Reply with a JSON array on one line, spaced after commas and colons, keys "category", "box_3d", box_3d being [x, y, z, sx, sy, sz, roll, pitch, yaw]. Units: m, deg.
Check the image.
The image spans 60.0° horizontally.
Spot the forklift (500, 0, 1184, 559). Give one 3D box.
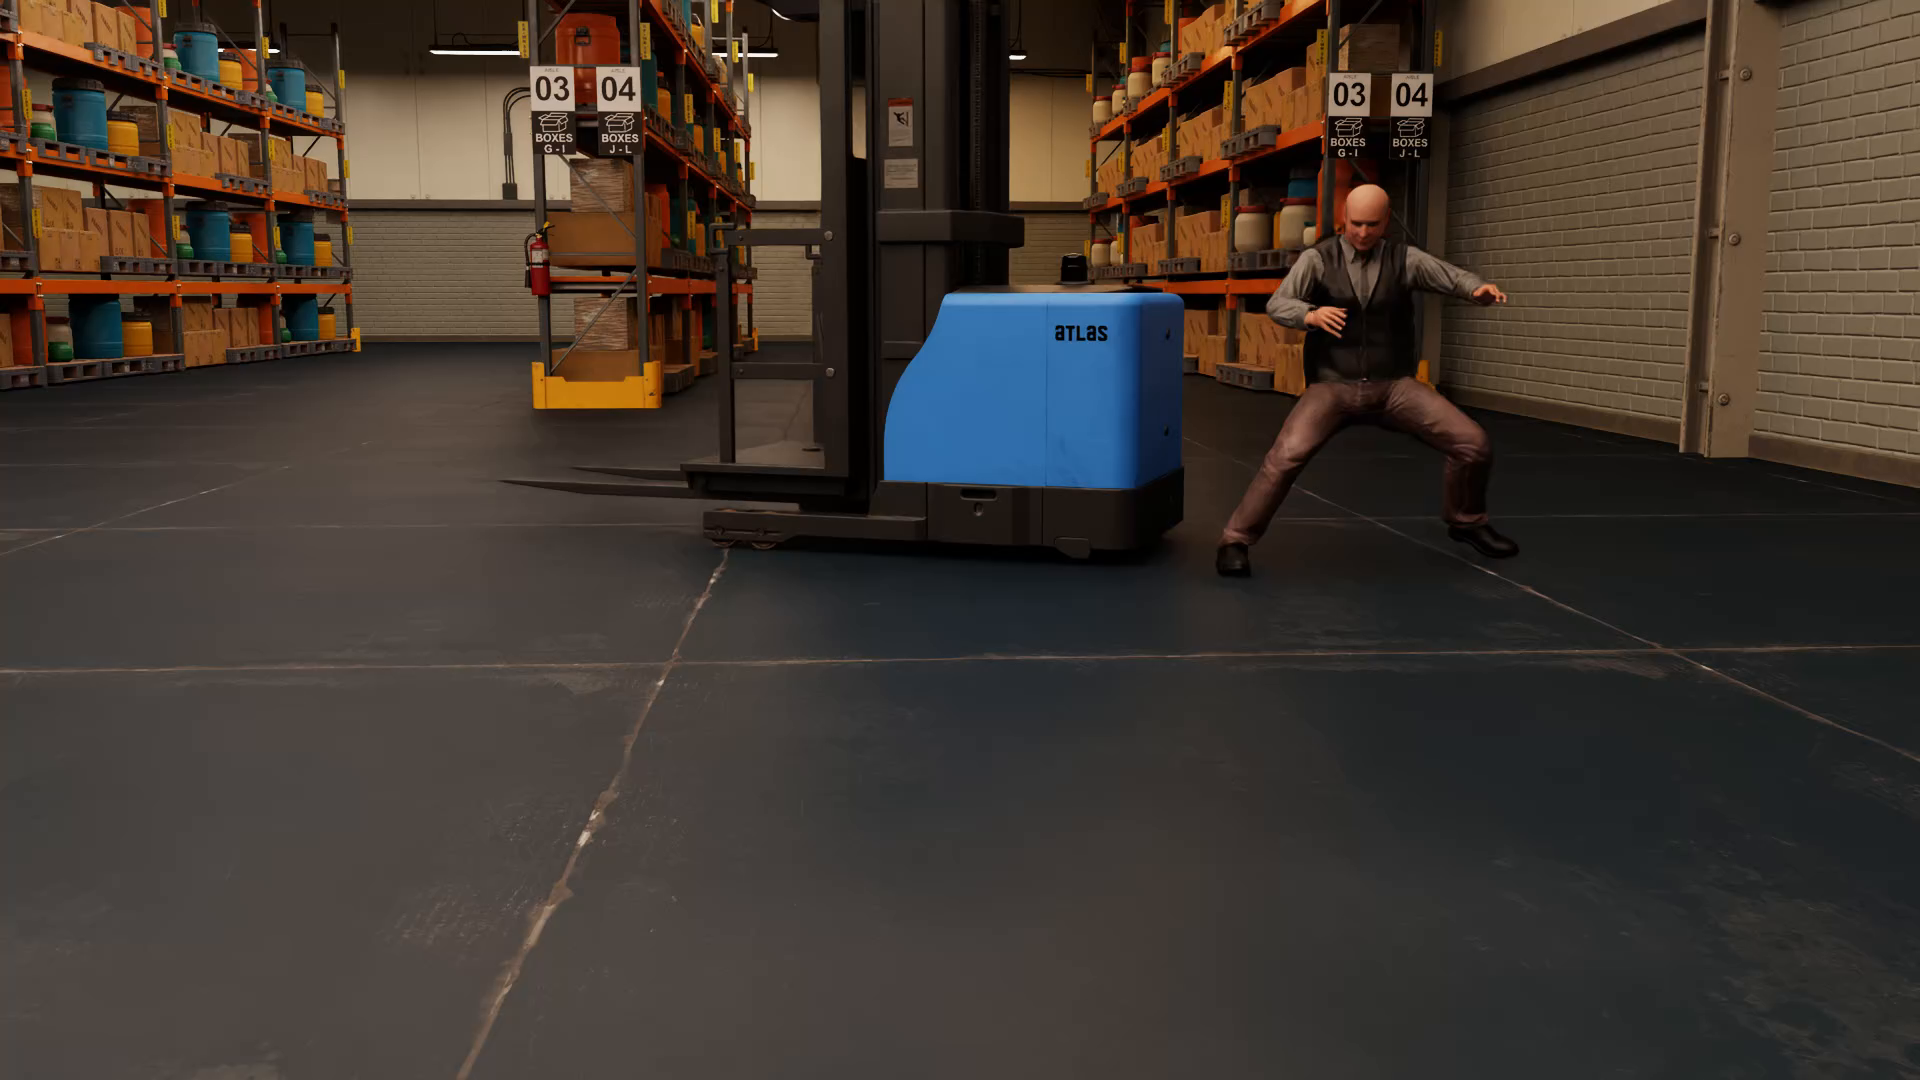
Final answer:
[{"category": "forklift", "box_3d": [-0.578, -1.479, 7.289, 3.031, 2.935, 1.130, 3, 9, 19]}]

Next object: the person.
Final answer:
[{"category": "person", "box_3d": [1.626, -0.636, 6.516, 1.214, 1.495, 0.711, 1, 8, 6]}]
